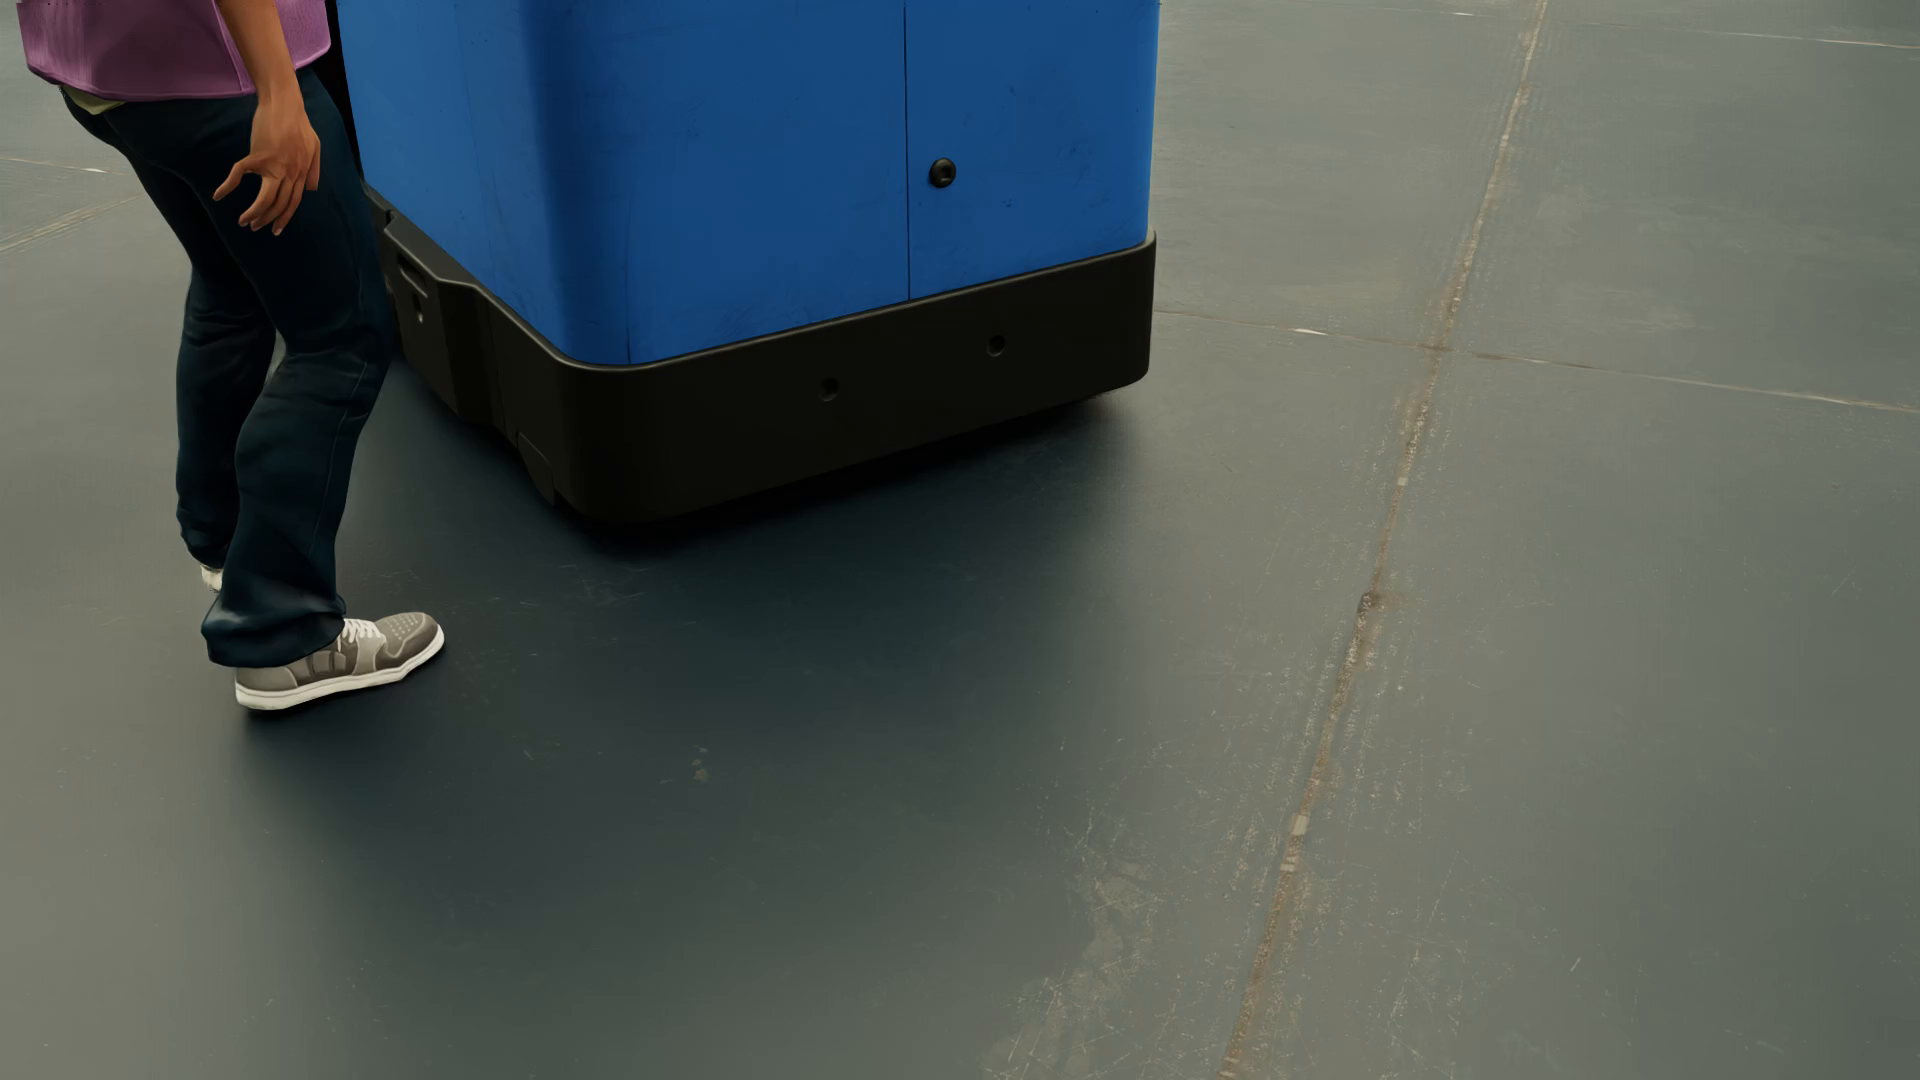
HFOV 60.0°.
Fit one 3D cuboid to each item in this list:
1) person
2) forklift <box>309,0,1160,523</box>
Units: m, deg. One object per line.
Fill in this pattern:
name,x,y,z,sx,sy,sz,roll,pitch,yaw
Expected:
person,-0.867,-0.549,1.886,0.708,1.570,0.362,25,38,37
forklift,-0.904,-1.981,3.024,1.130,2.935,3.031,-18,34,-29
